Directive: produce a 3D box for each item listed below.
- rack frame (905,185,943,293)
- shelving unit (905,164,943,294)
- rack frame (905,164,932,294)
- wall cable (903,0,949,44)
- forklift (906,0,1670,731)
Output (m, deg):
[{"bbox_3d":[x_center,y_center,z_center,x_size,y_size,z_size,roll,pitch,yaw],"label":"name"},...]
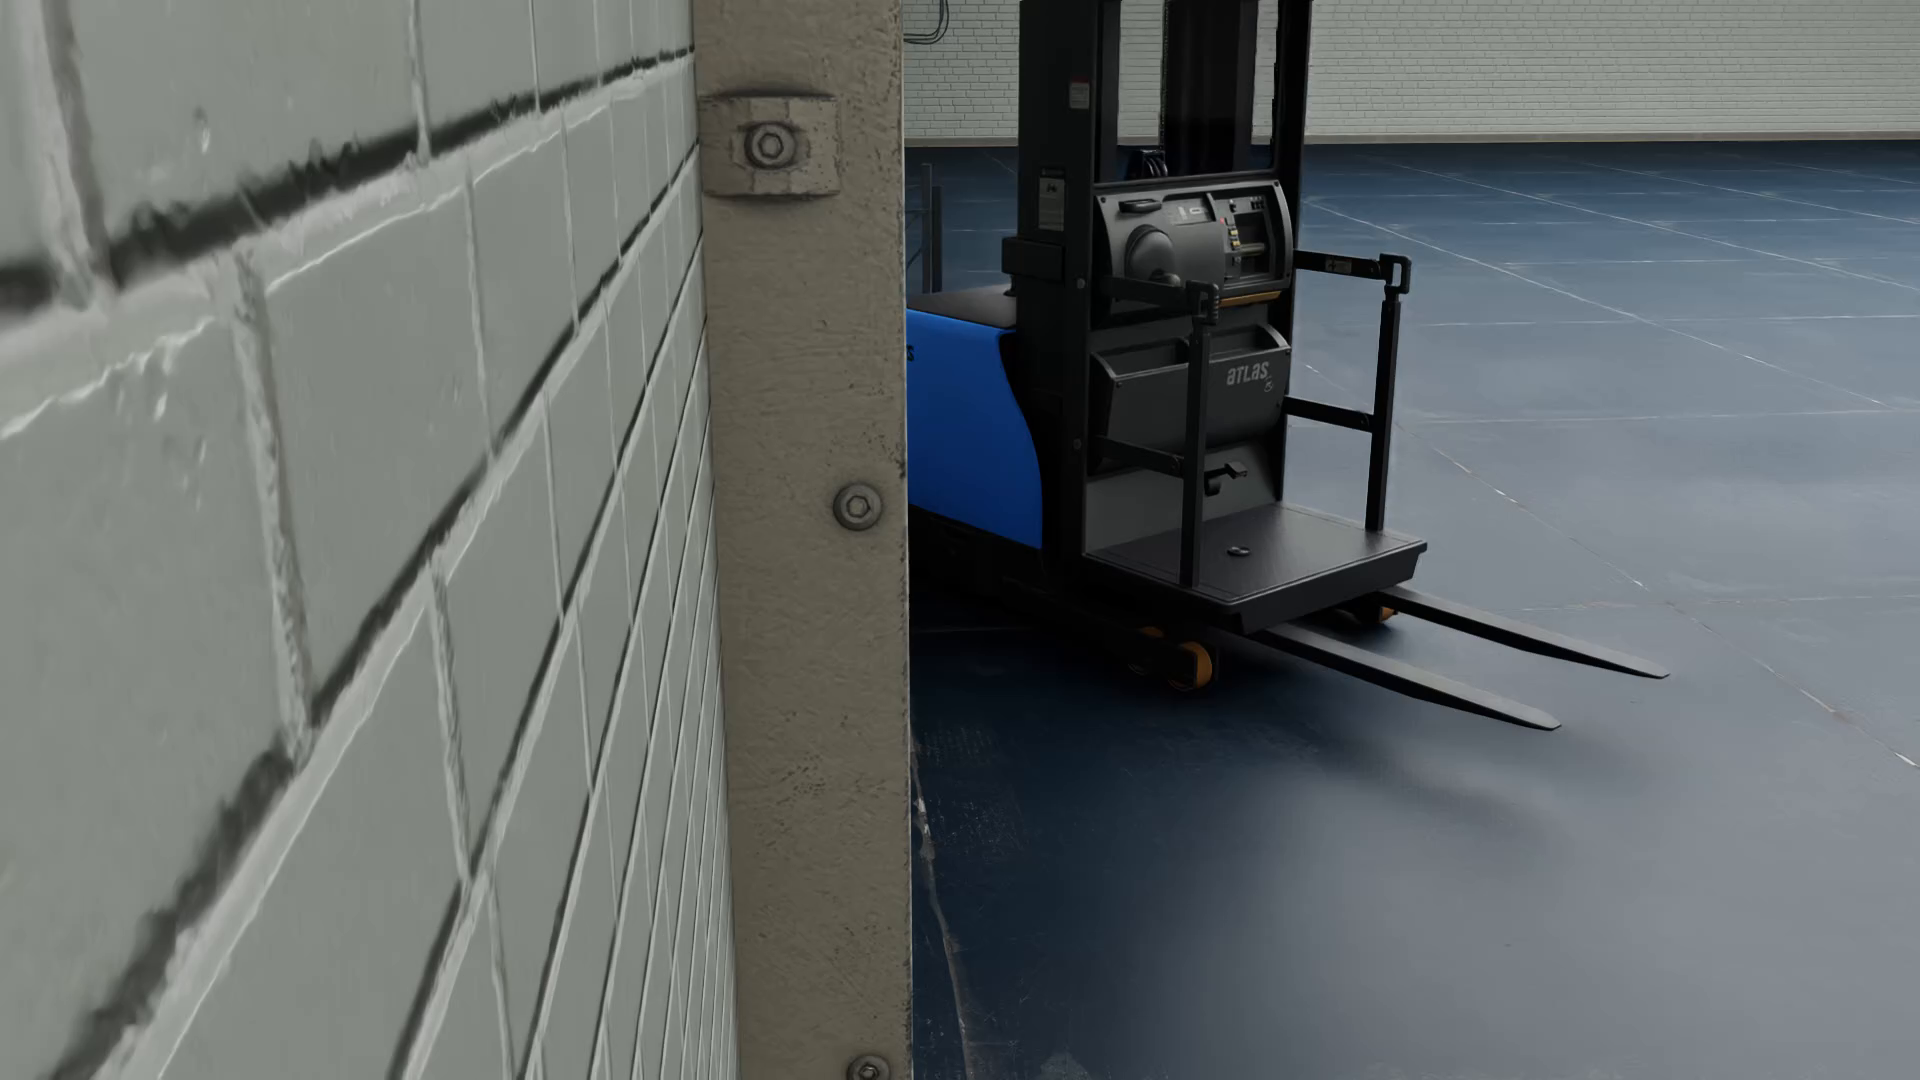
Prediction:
[{"bbox_3d":[-0.322,-0.725,6.982,0.500,1.500,0.032,-1,17,-3],"label":"rack frame"},{"bbox_3d":[-0.353,-0.874,7.457,0.587,1.500,1.083,-1,17,-3],"label":"shelving unit"},{"bbox_3d":[-0.384,-1.029,7.950,0.500,1.500,0.032,-1,17,-3],"label":"rack frame"},{"bbox_3d":[-1.720,-9.638,28.036,3.097,2.526,0.112,-2,18,-6],"label":"wall cable"},{"bbox_3d":[0.968,-1.061,5.662,1.130,2.935,3.031,-14,22,-38],"label":"forklift"}]
